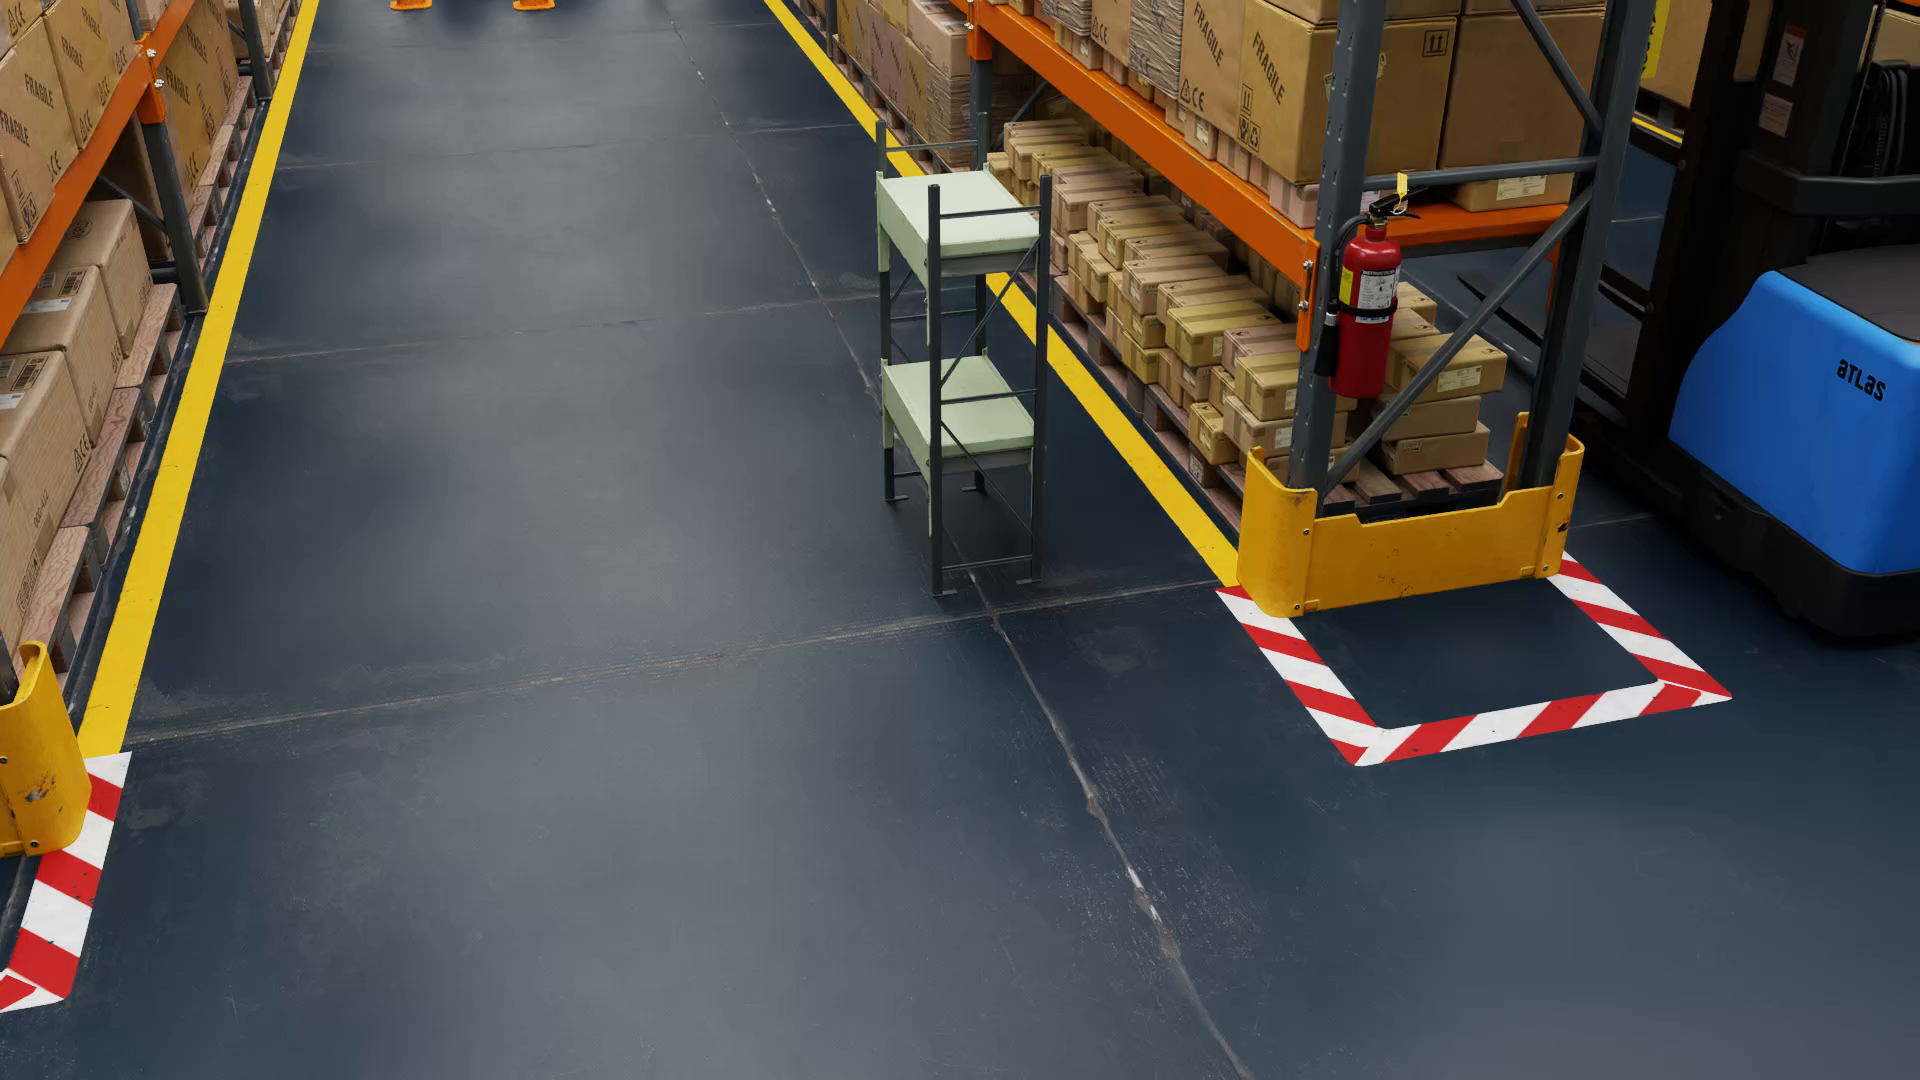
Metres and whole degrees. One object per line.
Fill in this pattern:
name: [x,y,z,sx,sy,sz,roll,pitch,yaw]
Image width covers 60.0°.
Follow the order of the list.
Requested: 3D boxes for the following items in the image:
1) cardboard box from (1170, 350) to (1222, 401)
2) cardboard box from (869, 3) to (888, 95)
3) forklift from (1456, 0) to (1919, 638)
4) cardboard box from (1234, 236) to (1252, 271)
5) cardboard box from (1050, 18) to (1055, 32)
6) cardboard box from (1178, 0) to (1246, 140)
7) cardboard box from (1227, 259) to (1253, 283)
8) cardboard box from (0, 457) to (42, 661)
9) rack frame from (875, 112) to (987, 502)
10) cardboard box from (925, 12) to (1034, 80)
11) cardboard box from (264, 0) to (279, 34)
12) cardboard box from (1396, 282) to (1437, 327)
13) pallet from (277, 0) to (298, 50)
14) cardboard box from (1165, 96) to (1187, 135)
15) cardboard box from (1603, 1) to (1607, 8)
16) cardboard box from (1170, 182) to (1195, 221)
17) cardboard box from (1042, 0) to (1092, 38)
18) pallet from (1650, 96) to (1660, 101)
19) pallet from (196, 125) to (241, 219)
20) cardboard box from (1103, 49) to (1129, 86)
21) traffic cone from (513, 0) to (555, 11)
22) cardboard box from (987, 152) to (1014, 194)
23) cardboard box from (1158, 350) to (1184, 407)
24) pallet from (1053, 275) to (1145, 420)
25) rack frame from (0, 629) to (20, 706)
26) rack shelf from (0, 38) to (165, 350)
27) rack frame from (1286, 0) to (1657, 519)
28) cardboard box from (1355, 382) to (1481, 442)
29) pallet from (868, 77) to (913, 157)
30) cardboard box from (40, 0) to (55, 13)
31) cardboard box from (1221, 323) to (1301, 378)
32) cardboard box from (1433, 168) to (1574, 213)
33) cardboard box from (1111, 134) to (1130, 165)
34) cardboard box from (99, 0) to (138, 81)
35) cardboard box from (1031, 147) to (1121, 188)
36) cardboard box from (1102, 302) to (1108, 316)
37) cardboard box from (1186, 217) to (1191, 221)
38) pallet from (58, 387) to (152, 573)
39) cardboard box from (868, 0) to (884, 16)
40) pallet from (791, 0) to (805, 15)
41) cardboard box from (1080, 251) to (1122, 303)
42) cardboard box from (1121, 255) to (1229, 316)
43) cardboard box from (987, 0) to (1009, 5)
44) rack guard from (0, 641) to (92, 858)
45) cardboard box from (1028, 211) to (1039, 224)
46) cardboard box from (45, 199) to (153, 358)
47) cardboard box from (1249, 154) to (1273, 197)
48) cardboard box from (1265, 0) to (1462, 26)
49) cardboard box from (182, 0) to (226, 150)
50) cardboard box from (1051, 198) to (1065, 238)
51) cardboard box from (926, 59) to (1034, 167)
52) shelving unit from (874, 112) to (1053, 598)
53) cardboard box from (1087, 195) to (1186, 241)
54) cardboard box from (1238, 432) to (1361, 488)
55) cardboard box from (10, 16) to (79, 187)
cardboard box: [1.058,-0.687,6.573,0.380,0.149,0.250,-9,31,-15]
cardboard box: [-0.291,-3.241,10.932,0.500,0.500,0.500,-9,31,-15]
forklift: [3.072,-1.668,6.205,1.130,2.935,3.031,-7,31,-12]
cardboard box: [1.433,-1.279,7.299,0.380,0.149,0.250,-7,31,-13]
cardboard box: [0.639,-2.417,7.682,0.380,0.149,0.250,-9,31,-15]
cardboard box: [1.114,-1.747,5.877,0.500,0.500,0.500,-8,31,-14]
cardboard box: [1.315,-1.132,7.341,0.380,0.149,0.250,-6,31,-11]
cardboard box: [-3.404,0.186,5.073,0.875,0.438,0.875,-9,31,-15]
rack frame: [-0.099,-0.829,6.185,0.400,1.500,0.023,-8,31,-13]
cardboard box: [0.110,-2.825,9.464,0.500,0.250,0.500,-9,31,-15]
cardboard box: [-5.600,-3.974,12.325,0.950,0.372,0.625,-8,31,-14]
cardboard box: [1.669,-0.902,6.647,0.380,0.149,0.250,-8,31,-13]
pallet: [-5.782,-4.059,13.051,1.003,0.211,1.213,-8,31,-13]
cardboard box: [1.011,-1.649,6.356,0.380,0.149,0.250,-9,31,-15]
cardboard box: [4.933,-3.685,11.325,1.225,0.875,0.875,-9,31,-15]
cardboard box: [1.230,-1.651,7.941,0.380,0.149,0.250,-9,31,-16]
cardboard box: [0.677,-2.488,7.157,0.500,0.500,0.500,-9,31,-14]
pallet: [4.755,-3.432,11.968,1.003,0.211,1.213,-8,31,-13]
pallet: [-4.799,-2.114,9.691,1.003,0.211,1.213,-8,31,-13]
cardboard box: [0.823,-2.033,7.018,0.380,0.149,0.250,-7,31,-11]
traffic cone: [-3.598,-4.714,13.932,0.336,0.463,0.334,-8,31,-13]
cardboard box: [0.339,-1.934,8.726,0.380,0.149,0.250,-6,31,-11]
cardboard box: [1.041,-0.685,6.865,0.380,0.149,0.250,-8,31,-13]
pallet: [1.091,-0.958,7.694,1.003,0.211,1.213,-8,31,-13]
rack frame: [-3.133,-0.436,4.009,1.000,3.000,0.127,-8,31,-13]
rack shelf: [-3.664,-1.090,5.858,1.077,0.370,4.000,-8,31,-13]
rack frame: [1.613,-1.143,5.230,1.000,3.000,0.127,-8,31,-13]
cardboard box: [1.721,-0.507,6.261,0.380,0.149,0.250,-7,31,-11]
pallet: [0.016,-2.834,10.936,1.003,0.211,1.213,-8,31,-13]
cardboard box: [-3.532,-2.162,5.893,0.500,0.500,0.500,-7,31,-13]
cardboard box: [1.217,-0.699,6.296,0.380,0.149,0.250,-7,31,-12]
cardboard box: [1.843,-1.234,5.639,0.380,0.149,0.250,-8,31,-14]
cardboard box: [1.003,-2.025,8.587,0.380,0.149,0.250,-7,31,-13]
cardboard box: [-3.825,-2.221,6.993,0.500,0.500,0.500,-8,31,-13]
cardboard box: [0.573,-1.830,8.249,0.380,0.149,0.250,-8,31,-14]
cardboard box: [0.865,-1.066,7.524,0.380,0.149,0.250,-7,31,-12]
cardboard box: [1.172,-1.531,8.030,0.380,0.149,0.250,-7,31,-12]
pallet: [-3.741,-0.193,6.373,1.003,0.211,1.213,-8,31,-13]
cardboard box: [-0.307,-3.580,10.769,0.500,0.250,0.500,-8,31,-13]
pallet: [-0.967,-4.779,14.295,1.003,0.211,1.213,-8,31,-13]
cardboard box: [0.758,-1.191,7.443,0.380,0.149,0.250,-8,31,-13]
cardboard box: [0.893,-1.063,6.925,0.380,0.149,0.250,-7,31,-11]
cardboard box: [0.311,-2.786,8.319,0.380,0.149,0.250,-7,31,-11]
rack guard: [-3.126,0.658,4.615,1.175,0.500,0.348,-8,31,-13]
cardboard box: [0.525,-1.562,8.382,0.380,0.149,0.250,-8,31,-14]
cardboard box: [-4.131,-1.123,7.334,0.875,0.438,0.875,-8,31,-14]
cardboard box: [1.224,-1.279,5.716,0.380,0.149,0.250,-8,31,-13]
cardboard box: [1.252,-1.935,5.205,0.500,0.500,0.500,-8,31,-14]
cardboard box: [-4.920,-2.786,9.770,0.875,0.875,0.875,-7,31,-13]
cardboard box: [0.661,-1.580,8.115,0.380,0.149,0.250,-9,31,-16]
cardboard box: [0.112,-2.499,9.648,0.500,0.500,0.500,-8,31,-14]
shelving unit: [-0.002,-0.652,5.880,0.431,1.500,0.755,-8,31,-13]
cardboard box: [0.805,-1.452,7.598,0.380,0.149,0.250,-9,31,-15]
cardboard box: [1.272,-0.317,6.230,0.380,0.149,0.250,-7,31,-12]
cardboard box: [-3.411,-1.477,5.708,0.500,0.500,0.500,-7,31,-12]
